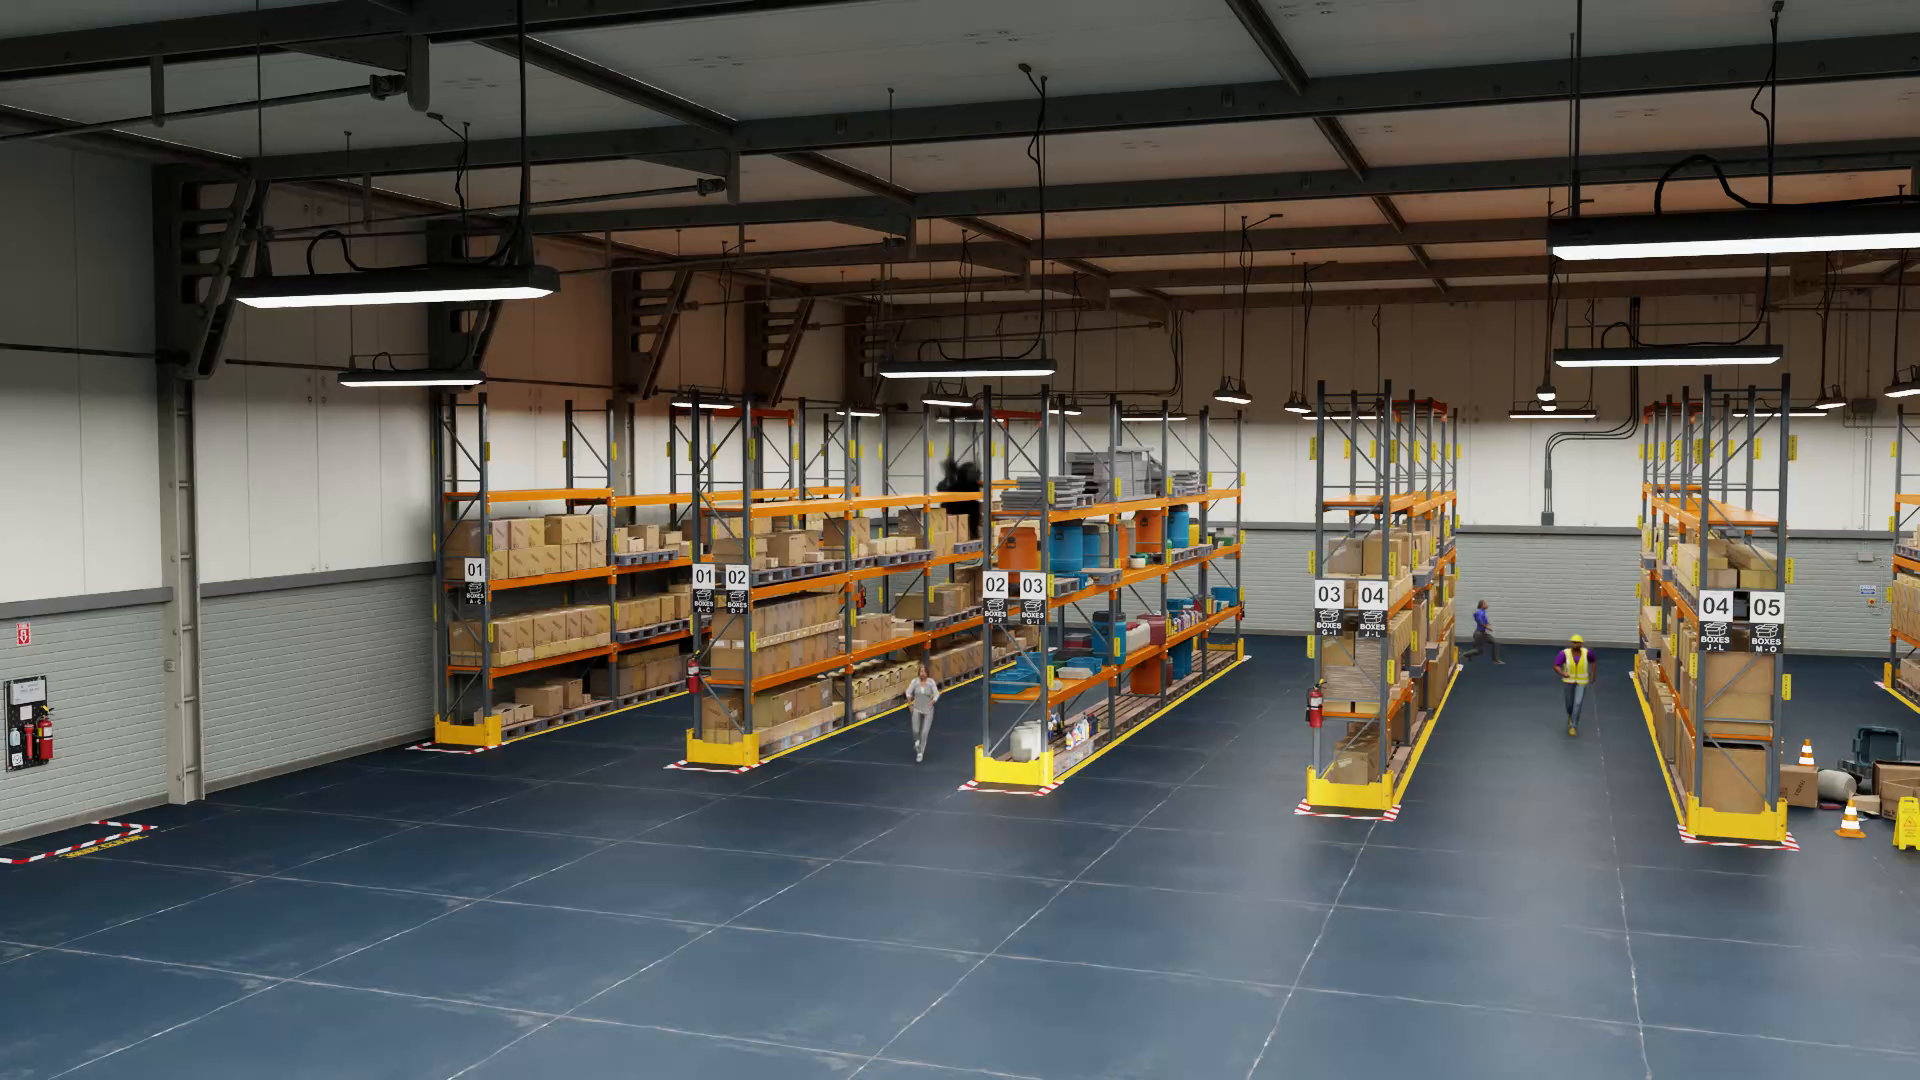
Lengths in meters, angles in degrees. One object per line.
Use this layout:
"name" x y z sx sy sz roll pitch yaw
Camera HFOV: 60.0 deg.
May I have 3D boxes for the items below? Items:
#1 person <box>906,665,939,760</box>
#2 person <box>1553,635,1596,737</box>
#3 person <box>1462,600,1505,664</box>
"person" -0.608 2.797 26.920 0.546 1.557 0.519 0 3 0
"person" 10.935 2.548 29.580 0.726 1.757 1.016 1 3 18
"person" 12.262 2.169 39.051 0.951 1.507 0.634 2 4 33
